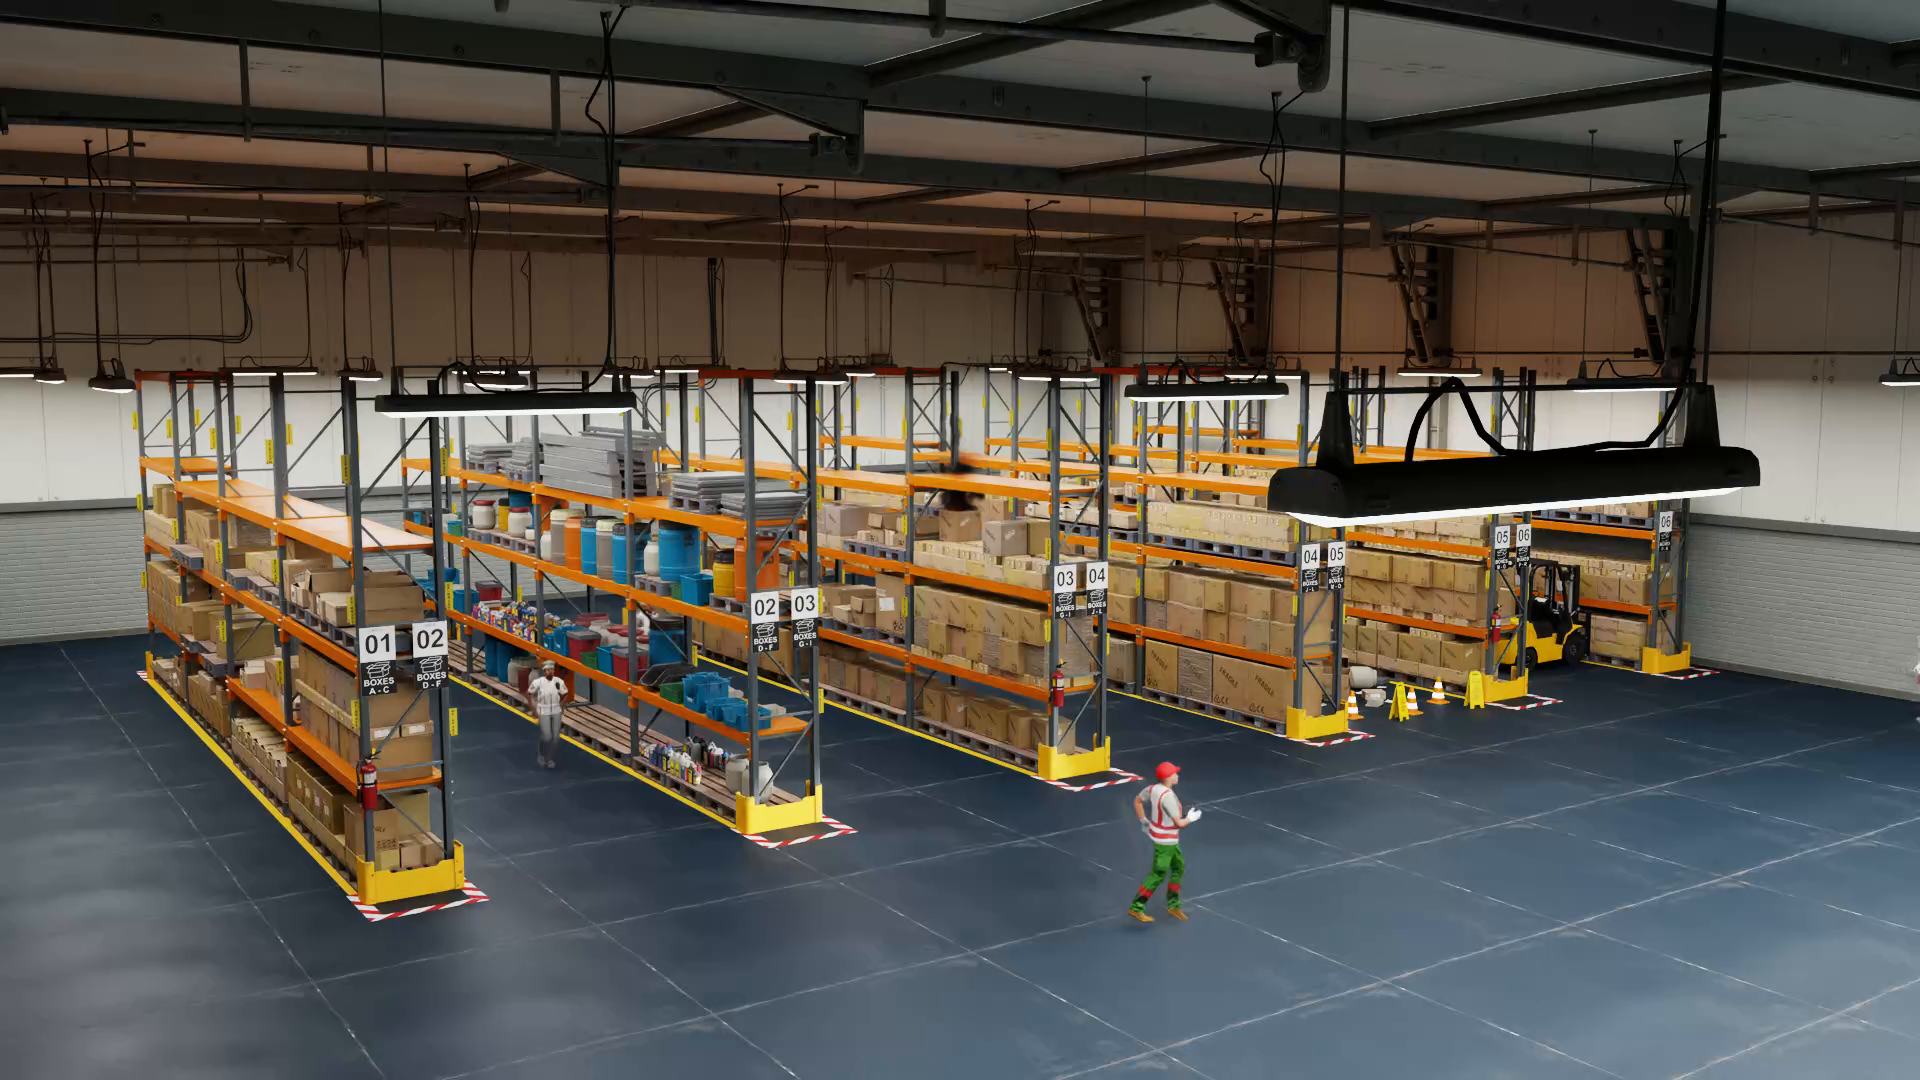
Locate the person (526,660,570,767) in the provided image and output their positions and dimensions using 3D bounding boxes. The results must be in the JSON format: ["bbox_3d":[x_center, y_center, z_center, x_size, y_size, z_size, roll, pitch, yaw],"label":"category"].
[{"bbox_3d":[-6.224,2.643,25.259,0.628,1.670,0.546,-4,7,-29],"label":"person"}]

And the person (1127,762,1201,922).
[{"bbox_3d":[2.255,3.370,18.381,0.819,1.860,0.649,-1,6,-6],"label":"person"}]

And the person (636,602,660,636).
[{"bbox_3d":[-5.872,1.936,31.344,0.660,1.729,0.658,-6,9,-44],"label":"person"}]
